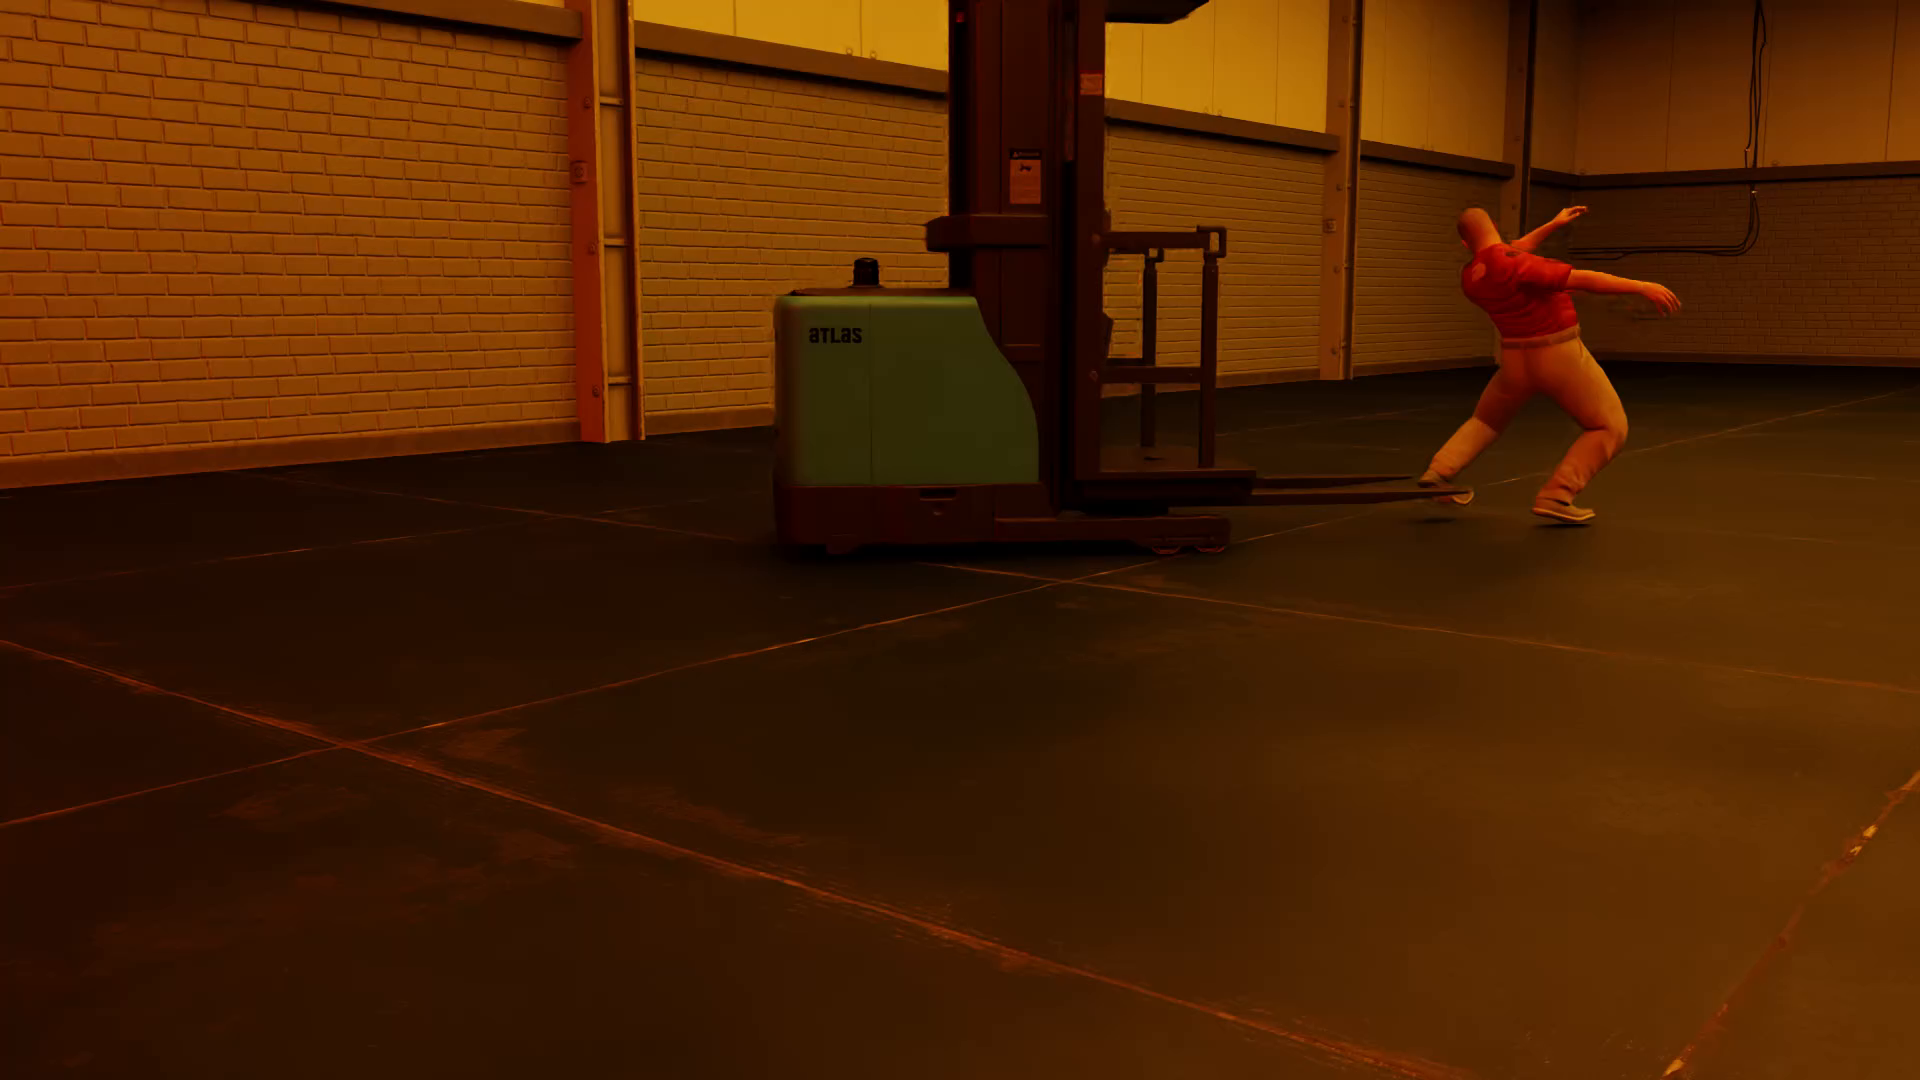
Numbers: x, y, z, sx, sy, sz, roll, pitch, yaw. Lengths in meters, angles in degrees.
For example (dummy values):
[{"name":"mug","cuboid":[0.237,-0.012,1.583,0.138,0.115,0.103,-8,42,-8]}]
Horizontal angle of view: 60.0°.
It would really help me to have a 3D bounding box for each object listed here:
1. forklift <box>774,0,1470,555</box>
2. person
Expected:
[{"name":"forklift","cuboid":[0.703,-1.461,7.264,3.031,2.935,1.130,-1,8,-8]},{"name":"person","cuboid":[2.815,-0.821,7.811,0.700,1.496,1.079,-6,10,-36]}]
